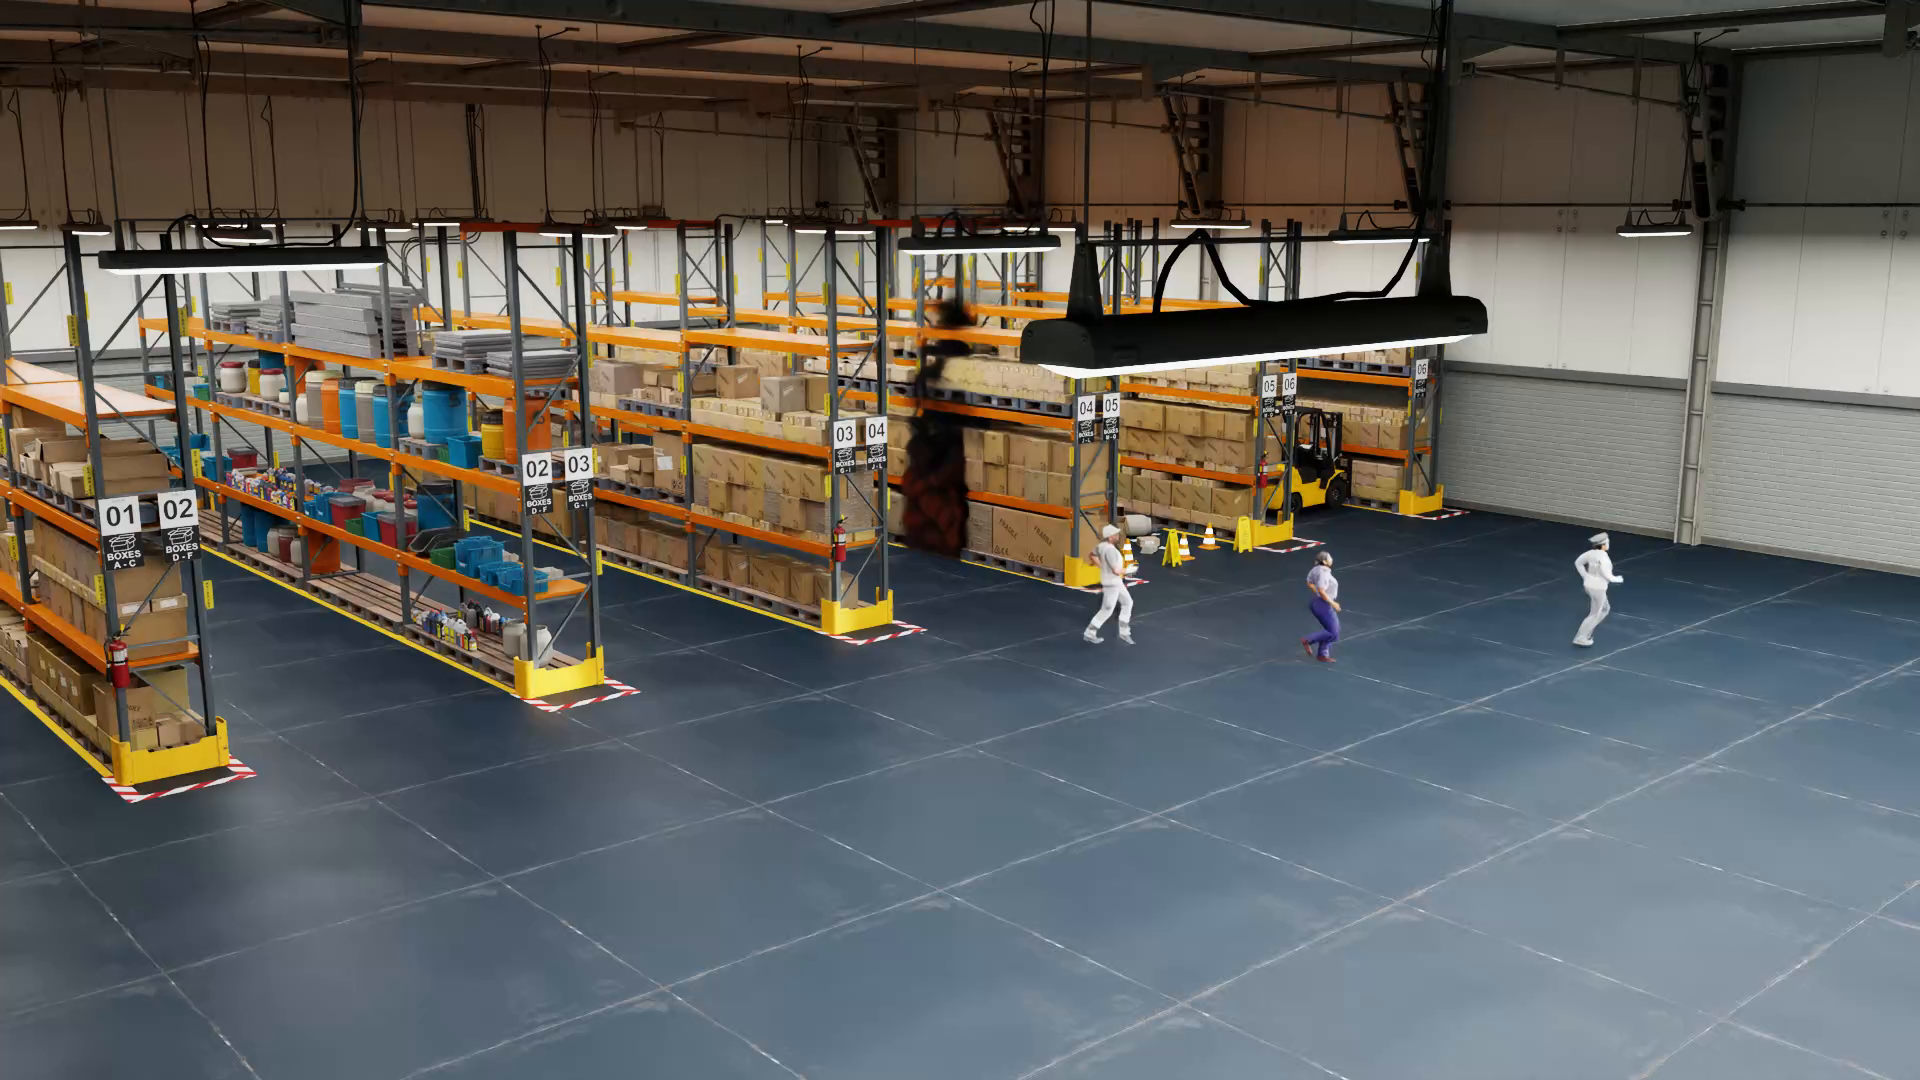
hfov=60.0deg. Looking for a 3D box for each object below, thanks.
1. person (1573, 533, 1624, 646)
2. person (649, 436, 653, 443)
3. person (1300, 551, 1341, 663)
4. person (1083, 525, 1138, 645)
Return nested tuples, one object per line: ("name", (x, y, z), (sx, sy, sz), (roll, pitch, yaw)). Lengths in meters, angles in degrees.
("person", (9.237, 0.727, 24.076), (0.660, 1.703, 0.643), (-1, 11, -3))
("person", (-7.628, -2.939, 42.141), (0.693, 1.729, 0.633), (-10, 15, -41))
("person", (5.019, 0.942, 23.231), (0.587, 1.609, 0.615), (-1, 11, -7))
("person", (2.183, 0.669, 24.129), (0.792, 1.820, 0.669), (0, 11, 0))
